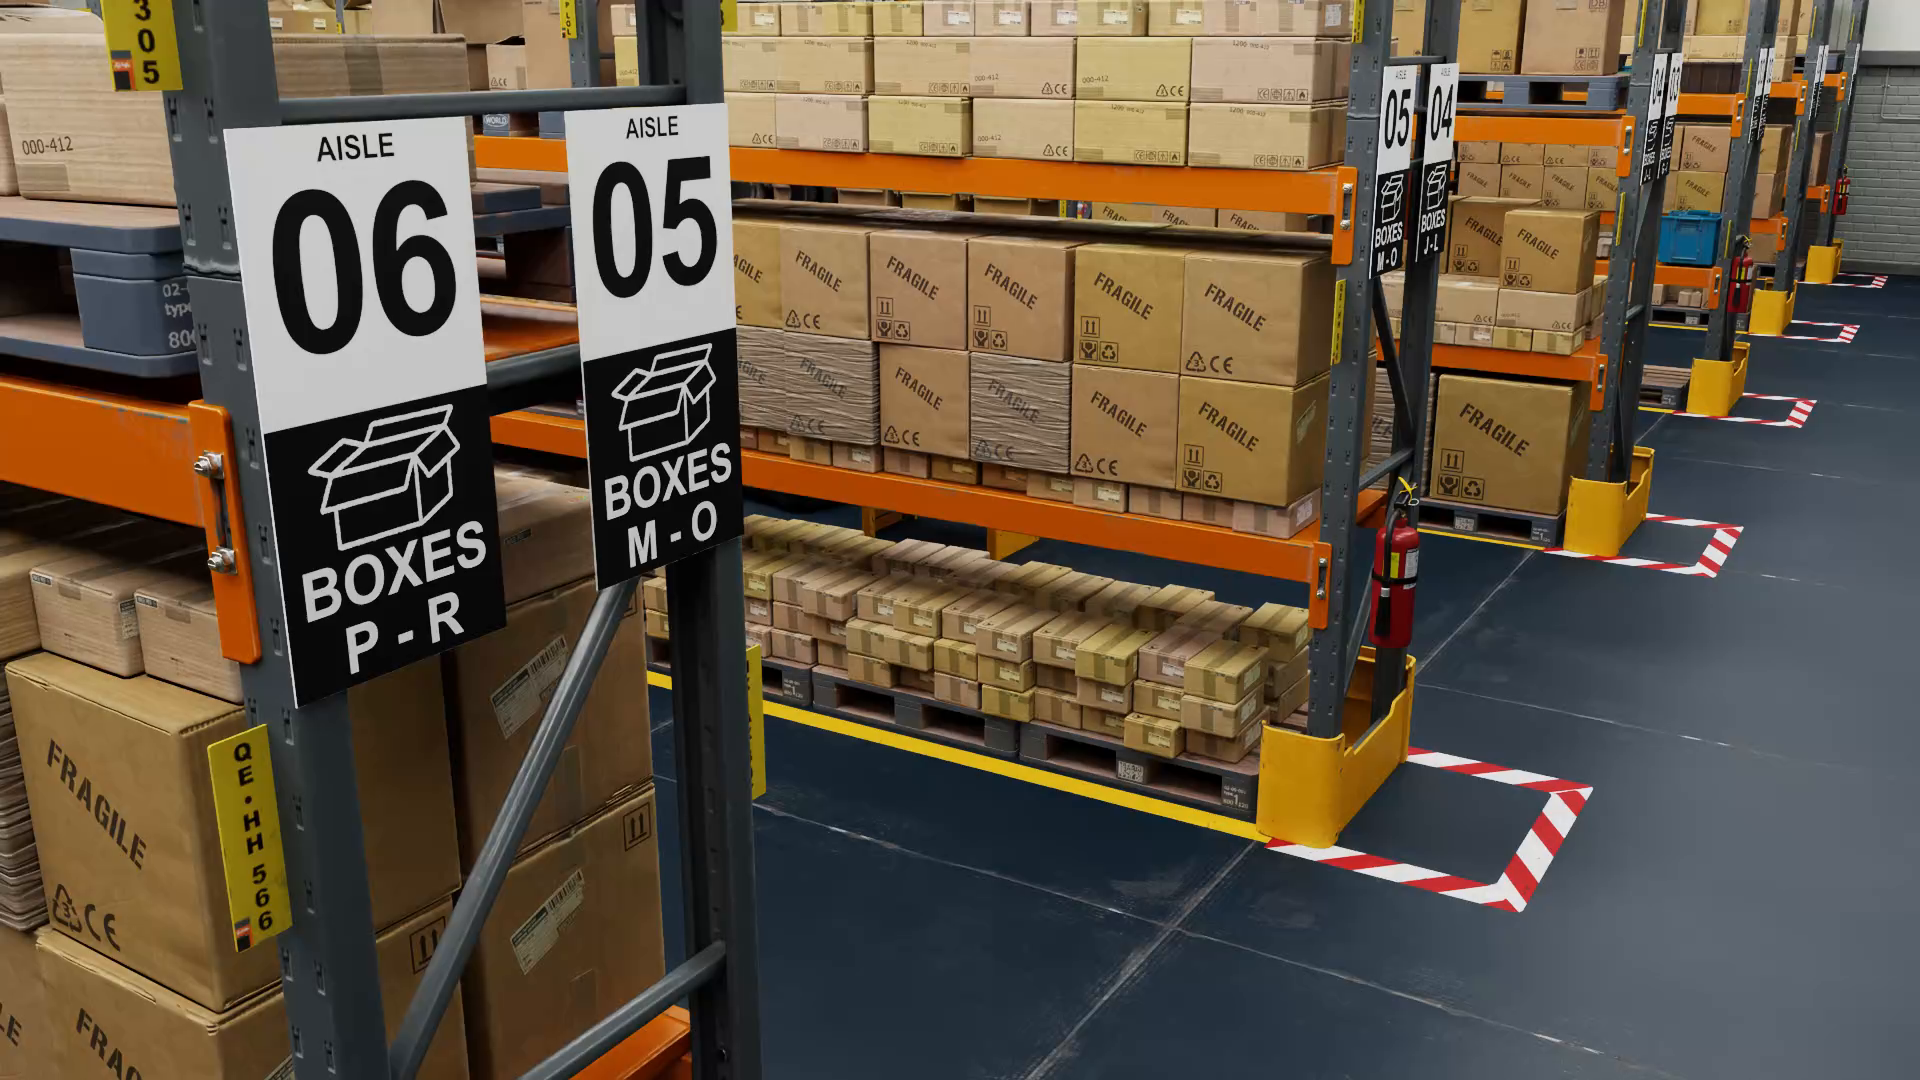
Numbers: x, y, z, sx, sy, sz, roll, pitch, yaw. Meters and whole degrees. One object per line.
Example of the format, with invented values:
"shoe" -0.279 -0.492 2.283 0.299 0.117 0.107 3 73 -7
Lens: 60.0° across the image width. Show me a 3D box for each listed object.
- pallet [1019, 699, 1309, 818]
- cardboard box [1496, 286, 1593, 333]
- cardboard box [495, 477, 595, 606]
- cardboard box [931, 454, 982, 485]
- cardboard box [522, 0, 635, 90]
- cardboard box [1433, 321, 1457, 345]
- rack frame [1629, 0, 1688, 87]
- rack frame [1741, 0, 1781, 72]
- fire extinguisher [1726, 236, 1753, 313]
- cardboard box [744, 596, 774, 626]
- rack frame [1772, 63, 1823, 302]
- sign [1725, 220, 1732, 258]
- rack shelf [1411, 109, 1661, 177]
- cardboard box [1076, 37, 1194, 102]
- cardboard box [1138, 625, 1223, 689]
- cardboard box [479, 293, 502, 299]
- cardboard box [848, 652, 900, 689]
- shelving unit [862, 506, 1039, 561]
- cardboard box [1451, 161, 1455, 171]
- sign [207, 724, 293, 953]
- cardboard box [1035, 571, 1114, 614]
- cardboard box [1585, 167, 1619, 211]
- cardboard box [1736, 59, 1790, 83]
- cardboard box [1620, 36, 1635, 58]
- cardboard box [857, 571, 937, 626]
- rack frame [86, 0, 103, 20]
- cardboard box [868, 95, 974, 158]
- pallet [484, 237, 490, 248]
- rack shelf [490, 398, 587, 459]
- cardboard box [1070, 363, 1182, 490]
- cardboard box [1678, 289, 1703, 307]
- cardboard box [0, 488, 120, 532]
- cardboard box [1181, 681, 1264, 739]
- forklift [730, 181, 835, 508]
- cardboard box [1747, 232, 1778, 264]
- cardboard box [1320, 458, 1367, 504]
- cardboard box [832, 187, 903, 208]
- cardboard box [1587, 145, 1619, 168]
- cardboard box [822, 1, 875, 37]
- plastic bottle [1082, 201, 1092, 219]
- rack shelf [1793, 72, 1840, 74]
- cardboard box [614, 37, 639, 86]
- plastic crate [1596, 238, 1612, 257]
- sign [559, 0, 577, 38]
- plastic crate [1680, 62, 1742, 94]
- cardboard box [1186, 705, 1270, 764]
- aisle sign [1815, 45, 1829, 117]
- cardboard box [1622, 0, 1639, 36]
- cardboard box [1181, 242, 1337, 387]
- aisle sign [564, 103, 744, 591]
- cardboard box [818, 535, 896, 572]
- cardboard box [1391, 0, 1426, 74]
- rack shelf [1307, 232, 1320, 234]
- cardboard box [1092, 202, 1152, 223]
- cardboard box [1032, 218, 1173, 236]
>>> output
"pallet" 1.041 0.915 8.006 1.213 0.211 1.003 10 20 30
"cardboard box" 3.910 -1.567 11.125 0.500 0.250 0.500 10 19 29
"cardboard box" -0.882 0.007 3.189 0.250 0.149 0.380 11 20 31
"cardboard box" 0.068 -0.389 7.932 0.250 0.149 0.380 11 20 31
"cardboard box" -1.894 -2.653 8.897 0.500 0.500 0.700 10 20 30
"cardboard box" 3.337 -1.457 11.448 0.250 0.149 0.380 11 20 31
"rack frame" 4.462 -4.359 10.248 0.127 3.000 1.000 10 20 30
"rack frame" 7.054 -5.585 14.286 0.127 3.000 1.000 10 20 30
"fire extinguisher" 6.945 -2.364 14.778 0.183 0.674 0.296 10 20 30
"cardboard box" -0.998 0.316 8.851 0.250 0.149 0.380 10 20 30
"rack frame" 9.649 -3.941 19.195 0.127 3.000 1.000 10 20 30
"sign" 6.780 -2.654 14.678 0.005 0.325 0.100 10 20 30
"rack shelf" 2.757 -2.884 11.790 4.000 0.370 1.077 10 20 30
"cardboard box" 0.818 -1.962 6.918 0.500 0.250 0.500 10 19 29
"cardboard box" 1.012 0.533 7.624 0.250 0.149 0.380 11 20 31
"cardboard box" -2.521 -1.342 9.325 0.250 0.149 0.380 9 19 28
"cardboard box" -0.360 0.602 8.422 0.250 0.149 0.380 10 19 29
"shelving unit" -0.065 -0.729 11.201 1.083 1.500 0.587 10 20 30
"cardboard box" 7.713 -5.756 25.569 0.250 0.149 0.380 10 20 30
"sign" -1.020 0.431 2.402 0.005 0.325 0.100 10 20 30
"cardboard box" 0.580 0.295 8.407 0.250 0.149 0.380 11 20 32
"cardboard box" 7.830 -4.222 19.947 0.500 0.500 0.500 10 19 29
"cardboard box" 9.074 -5.318 18.823 0.500 0.250 0.500 10 20 30
"cardboard box" 7.798 -5.786 19.506 0.500 0.250 0.500 10 20 30
"cardboard box" -0.315 0.295 8.407 0.250 0.149 0.380 9 19 28
"rack frame" -5.037 -4.363 10.261 0.127 3.000 1.000 10 20 30
"cardboard box" -0.064 -1.873 7.483 0.500 0.250 0.500 11 20 33
"pallet" -5.189 -3.070 16.655 1.213 0.211 1.003 10 20 30
"rack shelf" -3.333 -0.844 10.236 4.000 0.370 1.077 10 20 30
"cardboard box" 0.826 -0.550 7.346 0.500 0.500 0.500 10 19 29
"cardboard box" 8.759 -2.902 19.891 0.250 0.166 0.380 10 20 30
"cardboard box" -1.821 0.025 3.130 0.250 0.149 0.380 11 20 31
"cardboard box" 1.181 0.736 7.468 0.250 0.149 0.380 10 19 29
"forklift" -1.728 -1.988 12.885 1.130 2.935 3.031 -14 22 -39
"cardboard box" 11.590 -4.255 23.807 0.500 0.500 0.700 10 20 30
"cardboard box" 1.675 -0.286 7.593 0.250 0.149 0.380 10 20 30
"cardboard box" -0.612 -2.918 13.927 0.637 0.503 0.797 11 20 32
"cardboard box" 7.813 -4.700 19.799 0.500 0.500 0.500 11 20 32
"cardboard box" -0.413 -2.361 7.544 0.250 0.149 0.380 11 20 33
"plastic bottle" 1.397 -3.543 18.085 0.133 0.283 0.061 10 20 30
"rack shelf" 10.534 -6.657 23.878 3.809 0.124 0.919 10 20 30
"cardboard box" -1.344 -2.354 8.206 0.500 0.250 0.500 11 20 32
"plastic crate" 6.025 -2.744 15.606 0.243 0.136 0.396 10 20 30
"sign" -1.916 -2.617 8.107 0.005 0.325 0.100 10 20 30
"plastic crate" 6.872 -4.215 15.161 0.590 0.269 0.497 10 20 30
"cardboard box" 1.222 0.859 7.573 0.250 0.149 0.380 11 20 31
"aisle sign" 9.861 -5.247 19.023 0.004 0.787 0.394 10 20 30
"cardboard box" 7.962 -6.223 19.652 0.500 0.500 0.700 10 20 30
"cardboard box" 1.260 -0.952 6.950 0.500 0.500 0.500 10 19 29
"aisle sign" -0.511 -0.339 2.863 0.004 0.787 0.394 10 20 30
"cardboard box" -0.555 0.108 9.022 0.250 0.149 0.380 11 20 32
"cardboard box" 3.108 -3.468 11.410 0.500 0.500 0.700 9 19 26
"rack shelf" 1.941 -3.283 18.267 4.000 0.370 1.077 10 20 30
"cardboard box" 1.328 -2.390 12.544 0.500 0.500 0.500 10 20 30
"cardboard box" 0.671 -1.238 7.891 0.500 0.500 0.500 10 19 29
